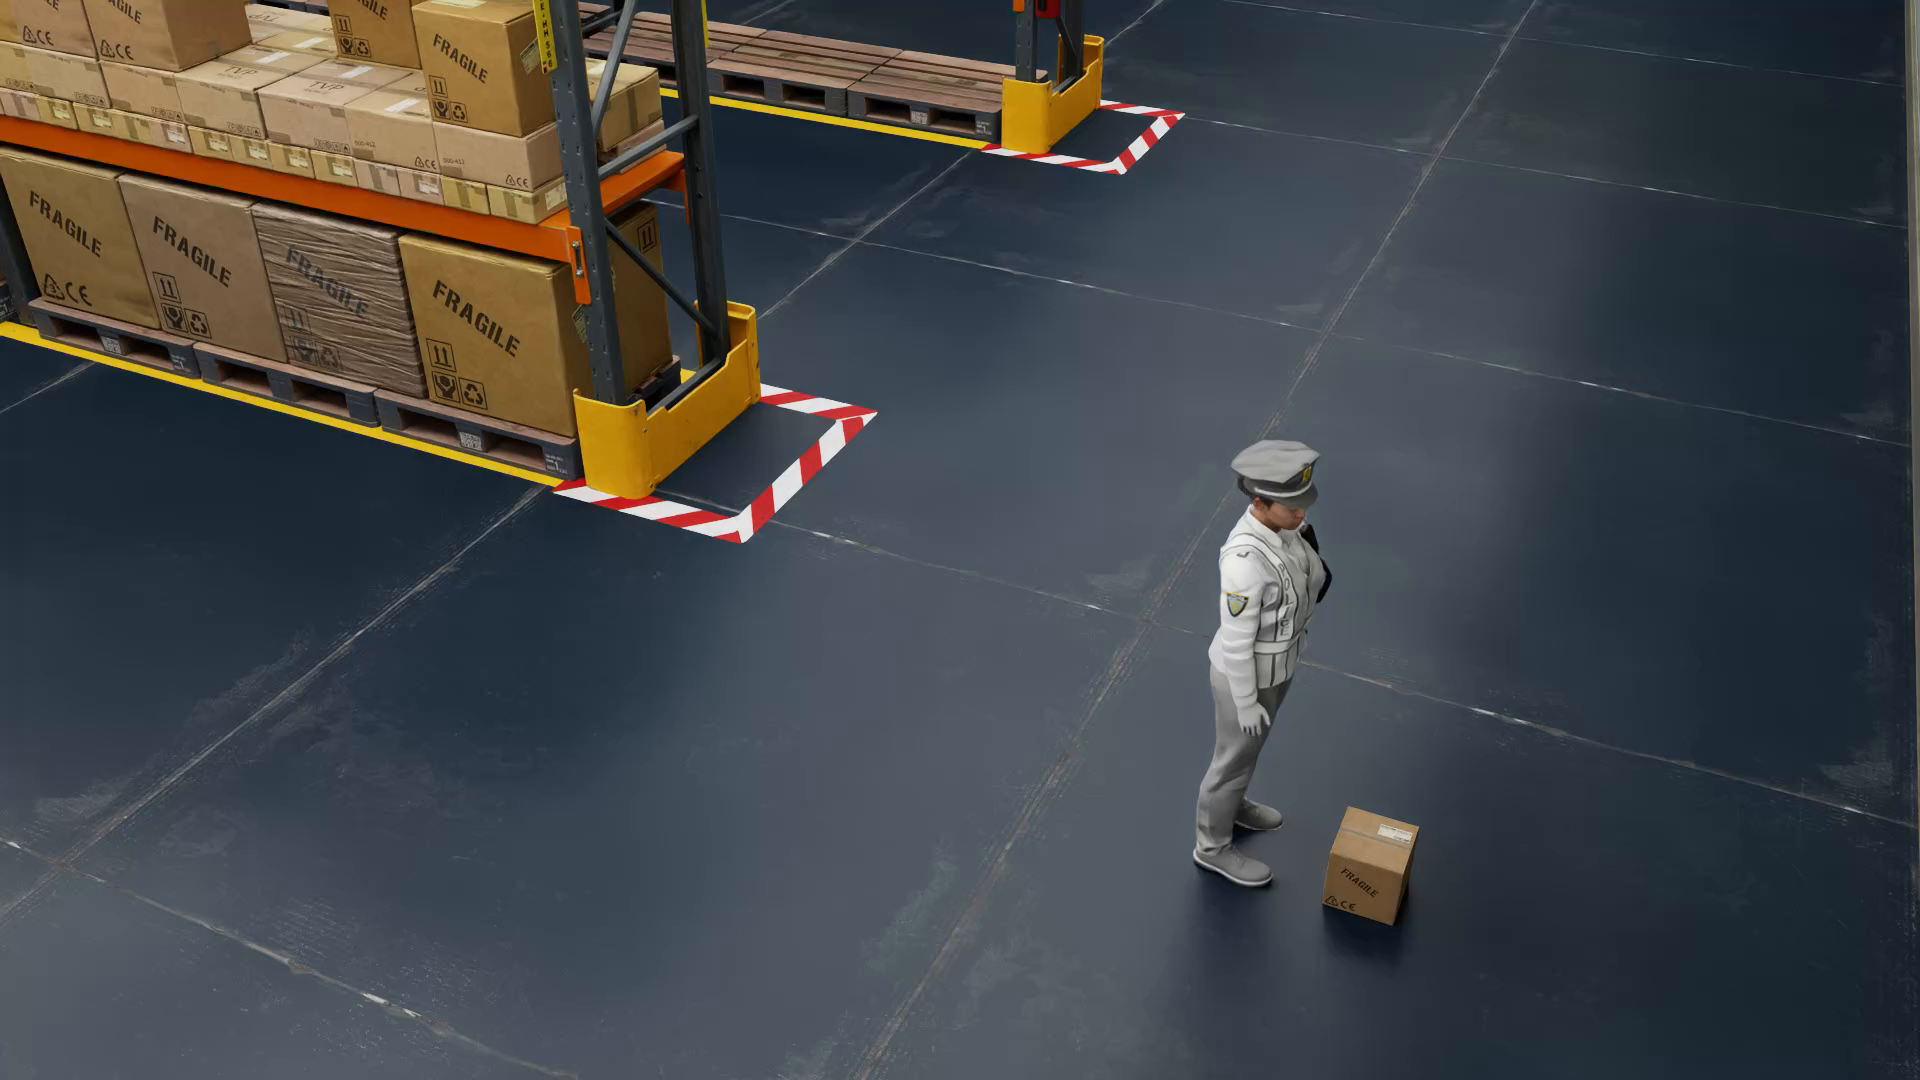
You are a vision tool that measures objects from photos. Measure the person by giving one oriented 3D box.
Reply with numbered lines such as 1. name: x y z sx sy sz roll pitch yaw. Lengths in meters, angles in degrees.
1. person: 0.995 0.426 5.507 0.332 1.693 0.502 15 37 21
